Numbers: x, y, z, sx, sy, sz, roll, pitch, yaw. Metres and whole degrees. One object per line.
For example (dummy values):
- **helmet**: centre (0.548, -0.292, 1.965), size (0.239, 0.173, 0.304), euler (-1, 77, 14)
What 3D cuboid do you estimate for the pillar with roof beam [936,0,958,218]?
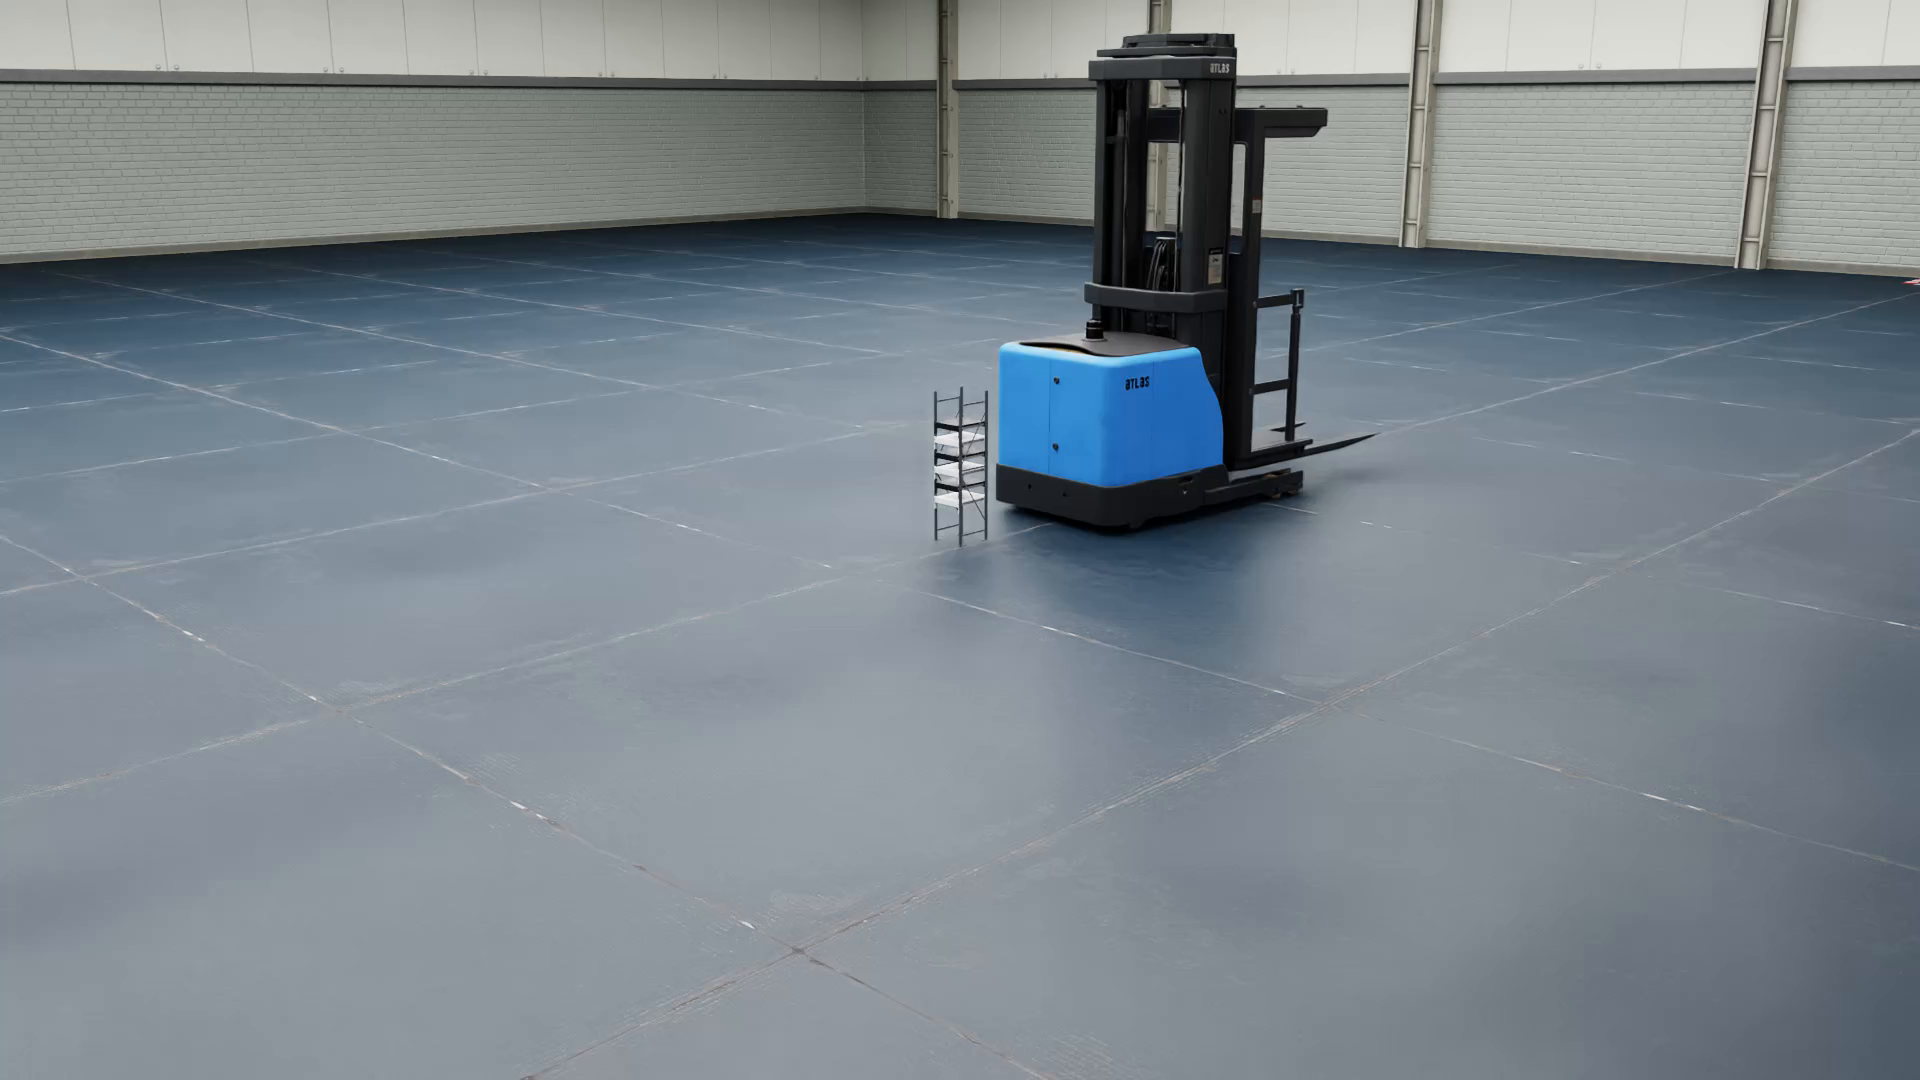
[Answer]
- **pillar with roof beam**: centre (-3.275, -11.084, 34.624), size (0.400, 9.000, 9.100), euler (14, 20, 42)

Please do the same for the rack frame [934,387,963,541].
- **rack frame**: centre (-0.067, -0.452, 9.881), size (0.006, 0.900, 0.240), euler (14, 20, 42)

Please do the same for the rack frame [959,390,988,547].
- **rack frame**: centre (0.079, -0.416, 9.745), size (0.006, 0.900, 0.240), euler (14, 20, 42)

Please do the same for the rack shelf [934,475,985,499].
- **rack shelf**: centre (0.006, -0.315, 9.844), size (0.200, 0.077, 0.258), euler (14, 20, 42)

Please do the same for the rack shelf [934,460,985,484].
- **rack shelf**: centre (0.006, -0.402, 9.822), size (0.200, 0.077, 0.258), euler (14, 20, 42)

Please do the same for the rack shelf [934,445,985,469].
- **rack shelf**: centre (0.006, -0.489, 9.799), size (0.200, 0.077, 0.258), euler (14, 20, 42)

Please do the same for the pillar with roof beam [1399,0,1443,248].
- **pillar with roof beam**: centre (5.364, -8.984, 26.564), size (0.400, 9.000, 9.100), euler (14, 20, 42)

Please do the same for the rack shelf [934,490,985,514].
- **rack shelf**: centre (0.006, -0.228, 9.867), size (0.200, 0.077, 0.258), euler (14, 20, 42)

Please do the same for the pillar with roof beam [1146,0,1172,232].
- **pillar with roof beam**: centre (1.045, -10.034, 30.594), size (0.400, 9.000, 9.100), euler (14, 20, 42)

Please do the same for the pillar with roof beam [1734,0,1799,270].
- **pillar with roof beam**: centre (9.683, -7.934, 22.534), size (0.400, 9.000, 9.100), euler (14, 20, 42)

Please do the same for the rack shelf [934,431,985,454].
- **rack shelf**: centre (0.006, -0.576, 9.776), size (0.200, 0.077, 0.258), euler (14, 20, 42)

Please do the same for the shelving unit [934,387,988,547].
- **shelving unit**: centre (0.006, -0.434, 9.813), size (0.210, 0.900, 0.258), euler (14, 20, 42)

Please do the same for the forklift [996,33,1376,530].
- **forklift**: centre (1.656, -1.773, 10.923), size (3.031, 2.935, 1.130), euler (-13, 19, -41)

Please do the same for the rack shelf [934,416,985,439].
- **rack shelf**: centre (0.006, -0.663, 9.753), size (0.200, 0.077, 0.258), euler (14, 20, 42)
